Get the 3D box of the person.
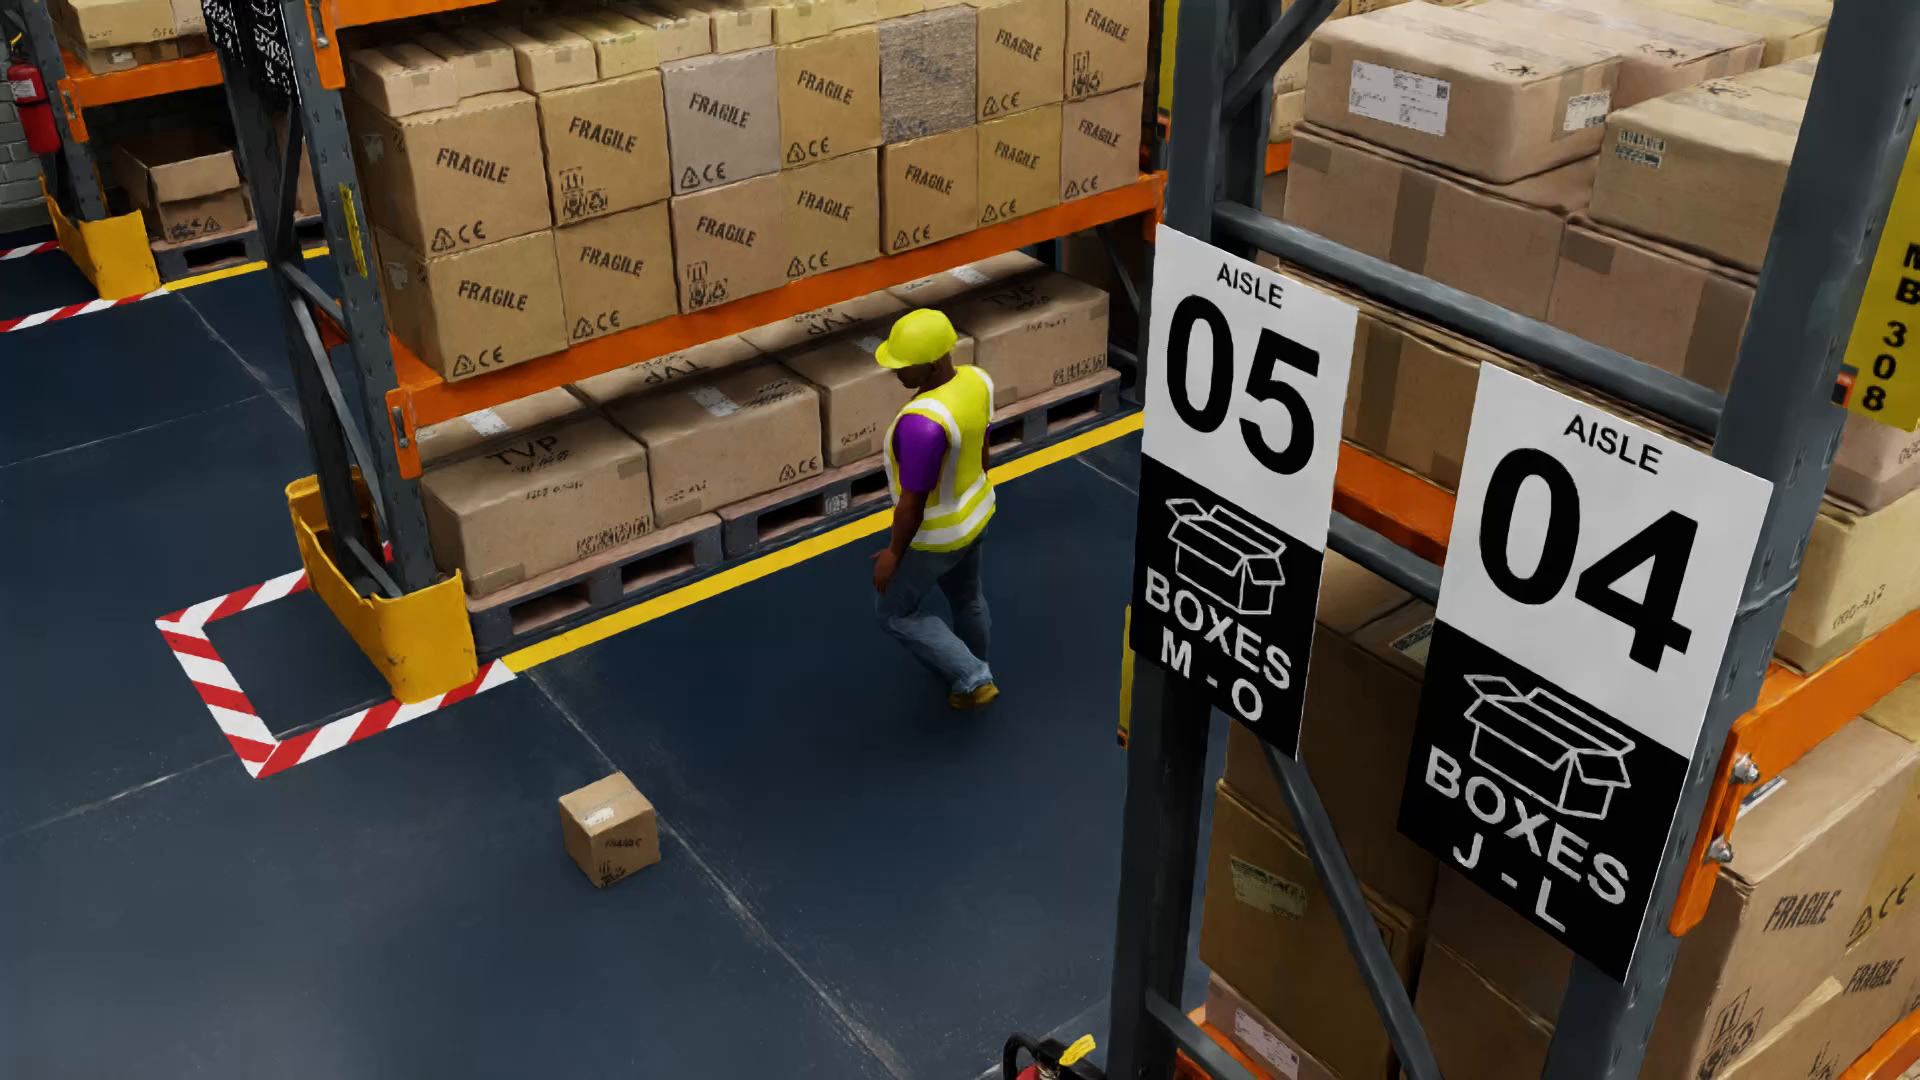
[{"bbox_3d":[-0.042,-0.055,6.186,0.494,1.758,0.635,16,35,23],"label":"person"}]
